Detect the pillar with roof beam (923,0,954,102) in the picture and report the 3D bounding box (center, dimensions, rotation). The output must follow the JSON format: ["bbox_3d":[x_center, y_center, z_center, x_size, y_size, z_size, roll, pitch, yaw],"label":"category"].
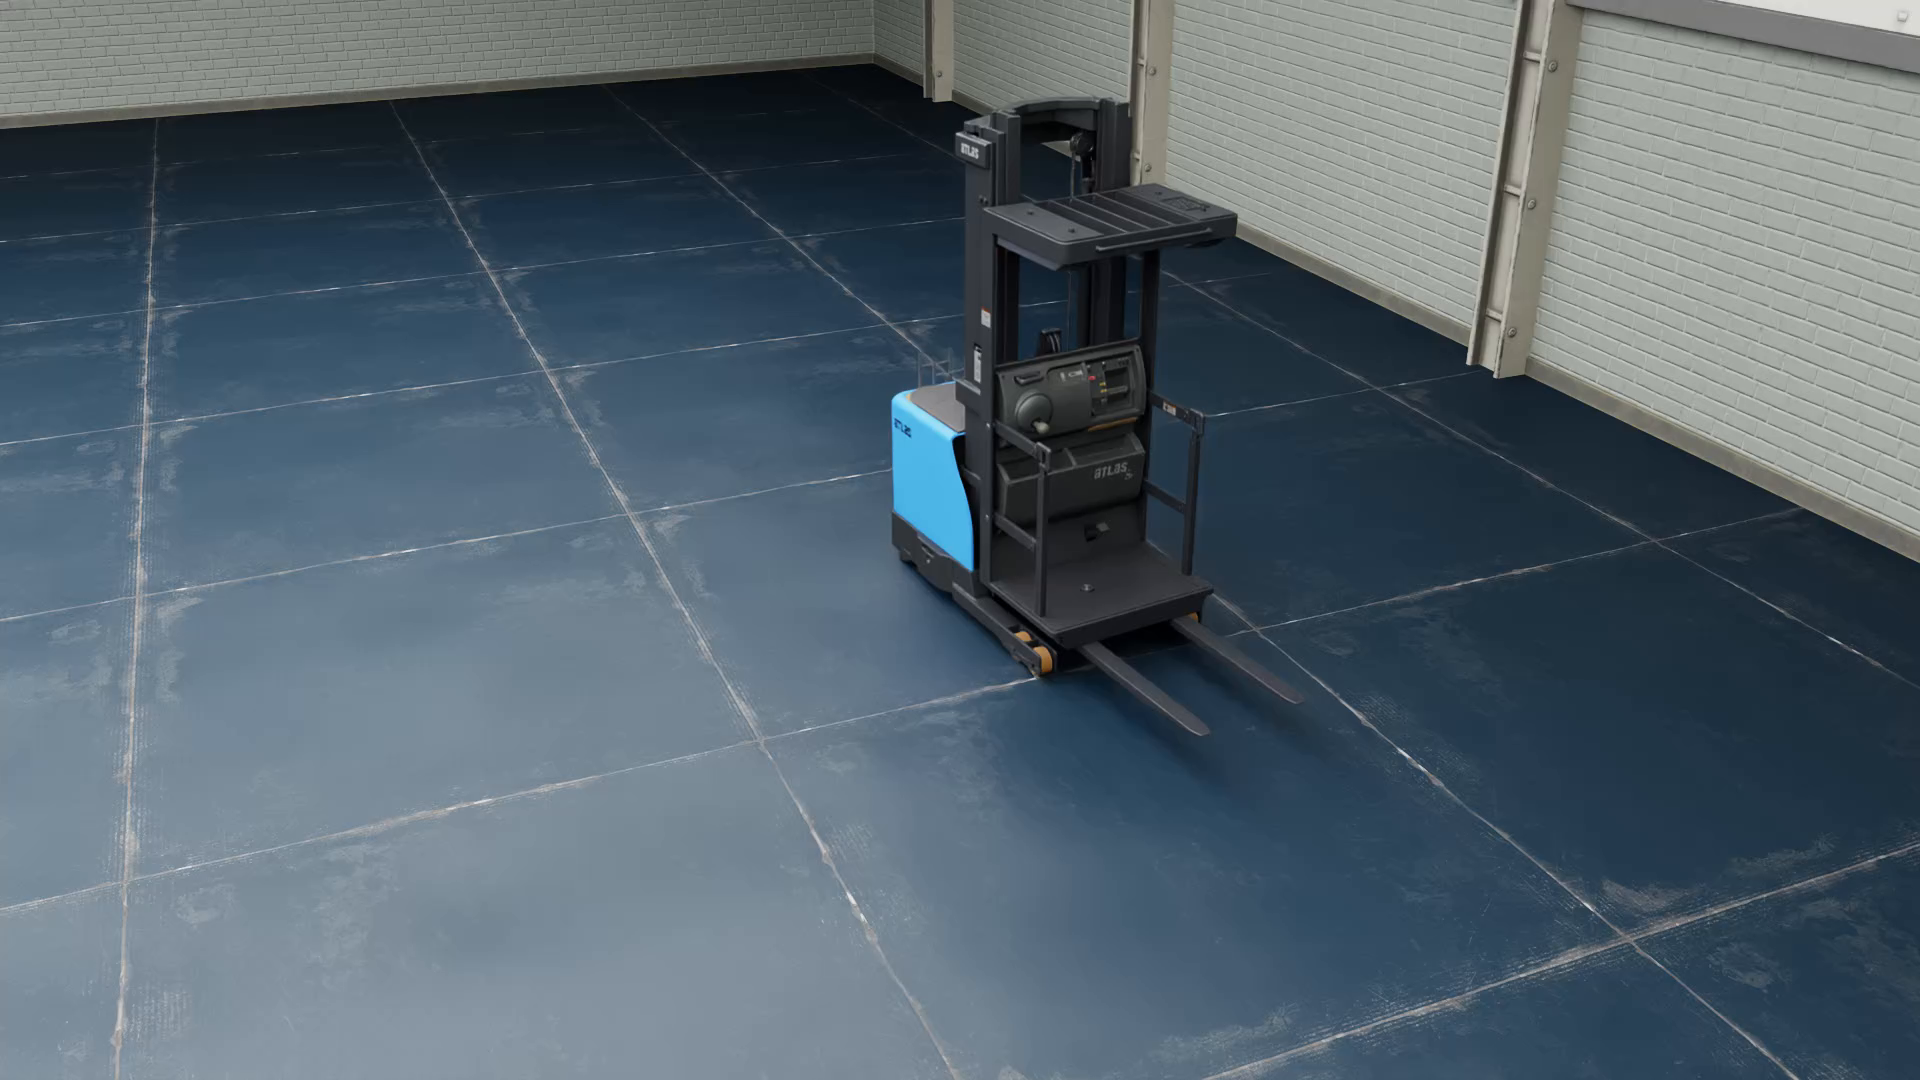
[{"bbox_3d":[-4.263,-9.556,20.066,9.100,9.000,0.400,-11,28,-21],"label":"pillar with roof beam"}]

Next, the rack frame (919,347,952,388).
[{"bbox_3d":[-0.154,-0.653,10.719,0.240,1.200,0.006,-14,29,-26],"label":"rack frame"}]

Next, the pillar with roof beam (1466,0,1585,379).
[{"bbox_3d":[0.437,-4.712,10.143,9.100,9.000,0.400,-11,28,-21],"label":"pillar with roof beam"}]

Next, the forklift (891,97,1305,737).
[{"bbox_3d":[0.735,-0.791,9.030,1.130,2.935,3.031,-14,29,-26],"label":"forklift"}]

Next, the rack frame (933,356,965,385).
[{"bbox_3d":[-0.063,-0.583,10.577,0.240,1.200,0.006,-14,29,-26],"label":"rack frame"}]

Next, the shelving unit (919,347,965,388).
[{"bbox_3d":[-0.108,-0.618,10.648,0.258,1.200,0.189,-14,29,-26],"label":"shelving unit"}]

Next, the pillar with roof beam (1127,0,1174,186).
[{"bbox_3d":[-1.913,-7.134,15.104,9.100,9.000,0.400,-11,28,-21],"label":"pillar with roof beam"}]
